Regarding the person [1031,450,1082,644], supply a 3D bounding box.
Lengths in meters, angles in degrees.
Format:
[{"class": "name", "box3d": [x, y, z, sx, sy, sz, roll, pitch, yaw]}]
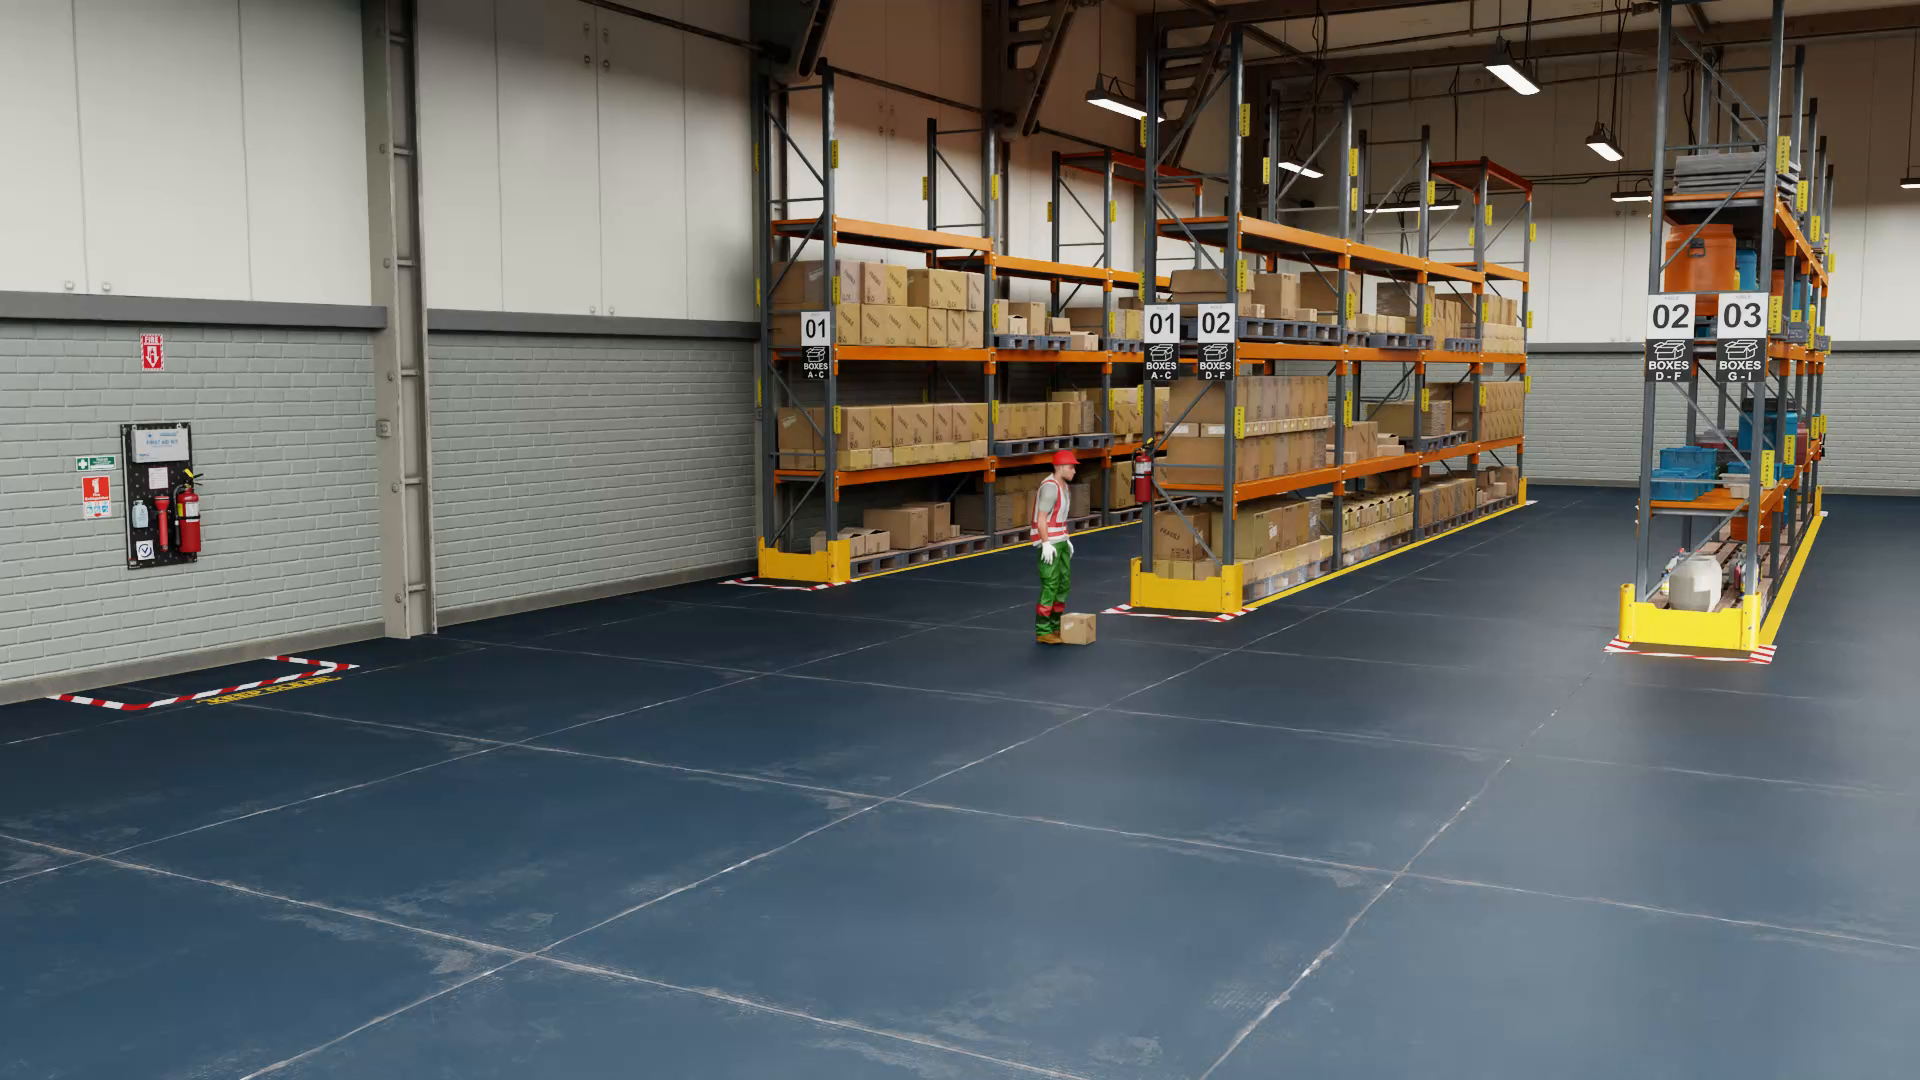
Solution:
[{"class": "person", "box3d": [0.899, 0.053, 15.488, 0.453, 1.778, 0.615, 3, 6, 25]}]
